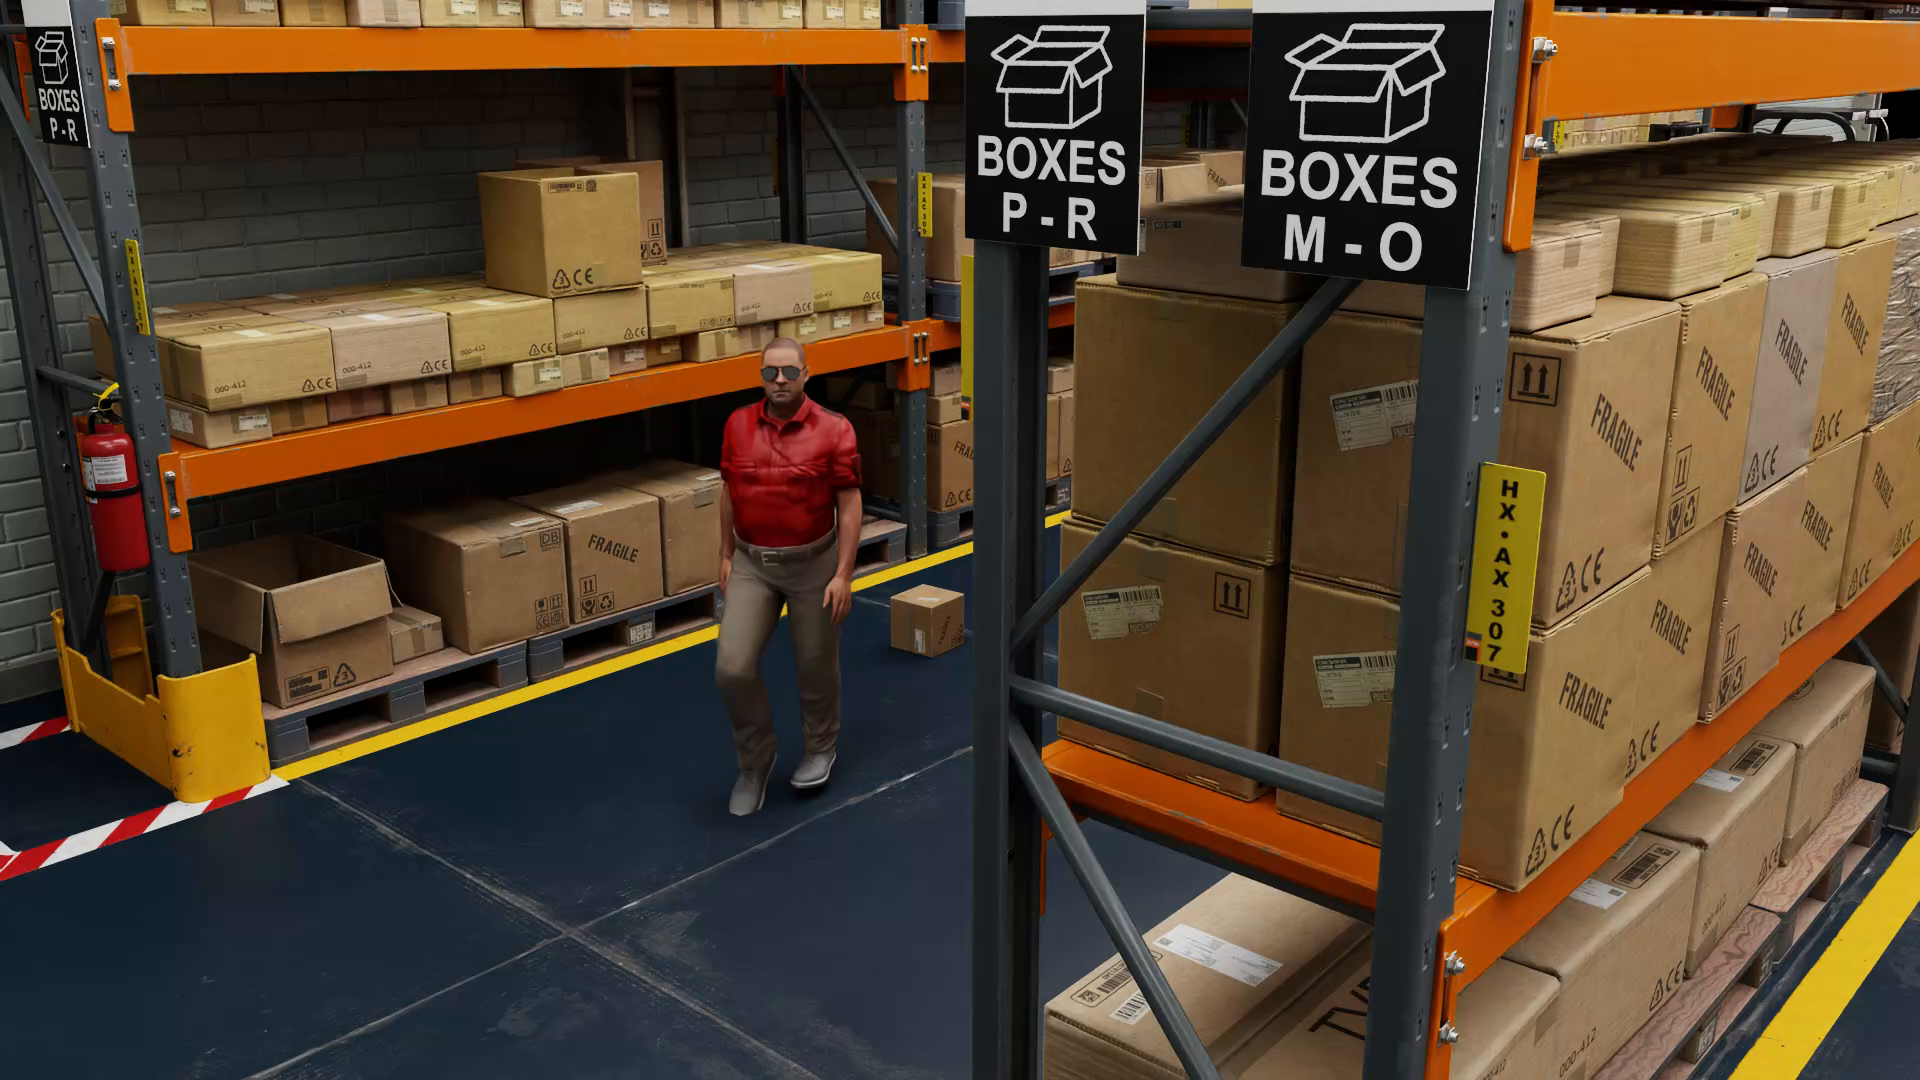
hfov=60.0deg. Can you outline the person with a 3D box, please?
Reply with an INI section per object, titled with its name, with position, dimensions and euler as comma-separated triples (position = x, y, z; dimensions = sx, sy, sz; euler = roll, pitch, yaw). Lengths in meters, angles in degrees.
[person]
position = -0.640, 0.158, 6.105
dimensions = 0.583, 1.800, 0.530
euler = 2, 17, 7
